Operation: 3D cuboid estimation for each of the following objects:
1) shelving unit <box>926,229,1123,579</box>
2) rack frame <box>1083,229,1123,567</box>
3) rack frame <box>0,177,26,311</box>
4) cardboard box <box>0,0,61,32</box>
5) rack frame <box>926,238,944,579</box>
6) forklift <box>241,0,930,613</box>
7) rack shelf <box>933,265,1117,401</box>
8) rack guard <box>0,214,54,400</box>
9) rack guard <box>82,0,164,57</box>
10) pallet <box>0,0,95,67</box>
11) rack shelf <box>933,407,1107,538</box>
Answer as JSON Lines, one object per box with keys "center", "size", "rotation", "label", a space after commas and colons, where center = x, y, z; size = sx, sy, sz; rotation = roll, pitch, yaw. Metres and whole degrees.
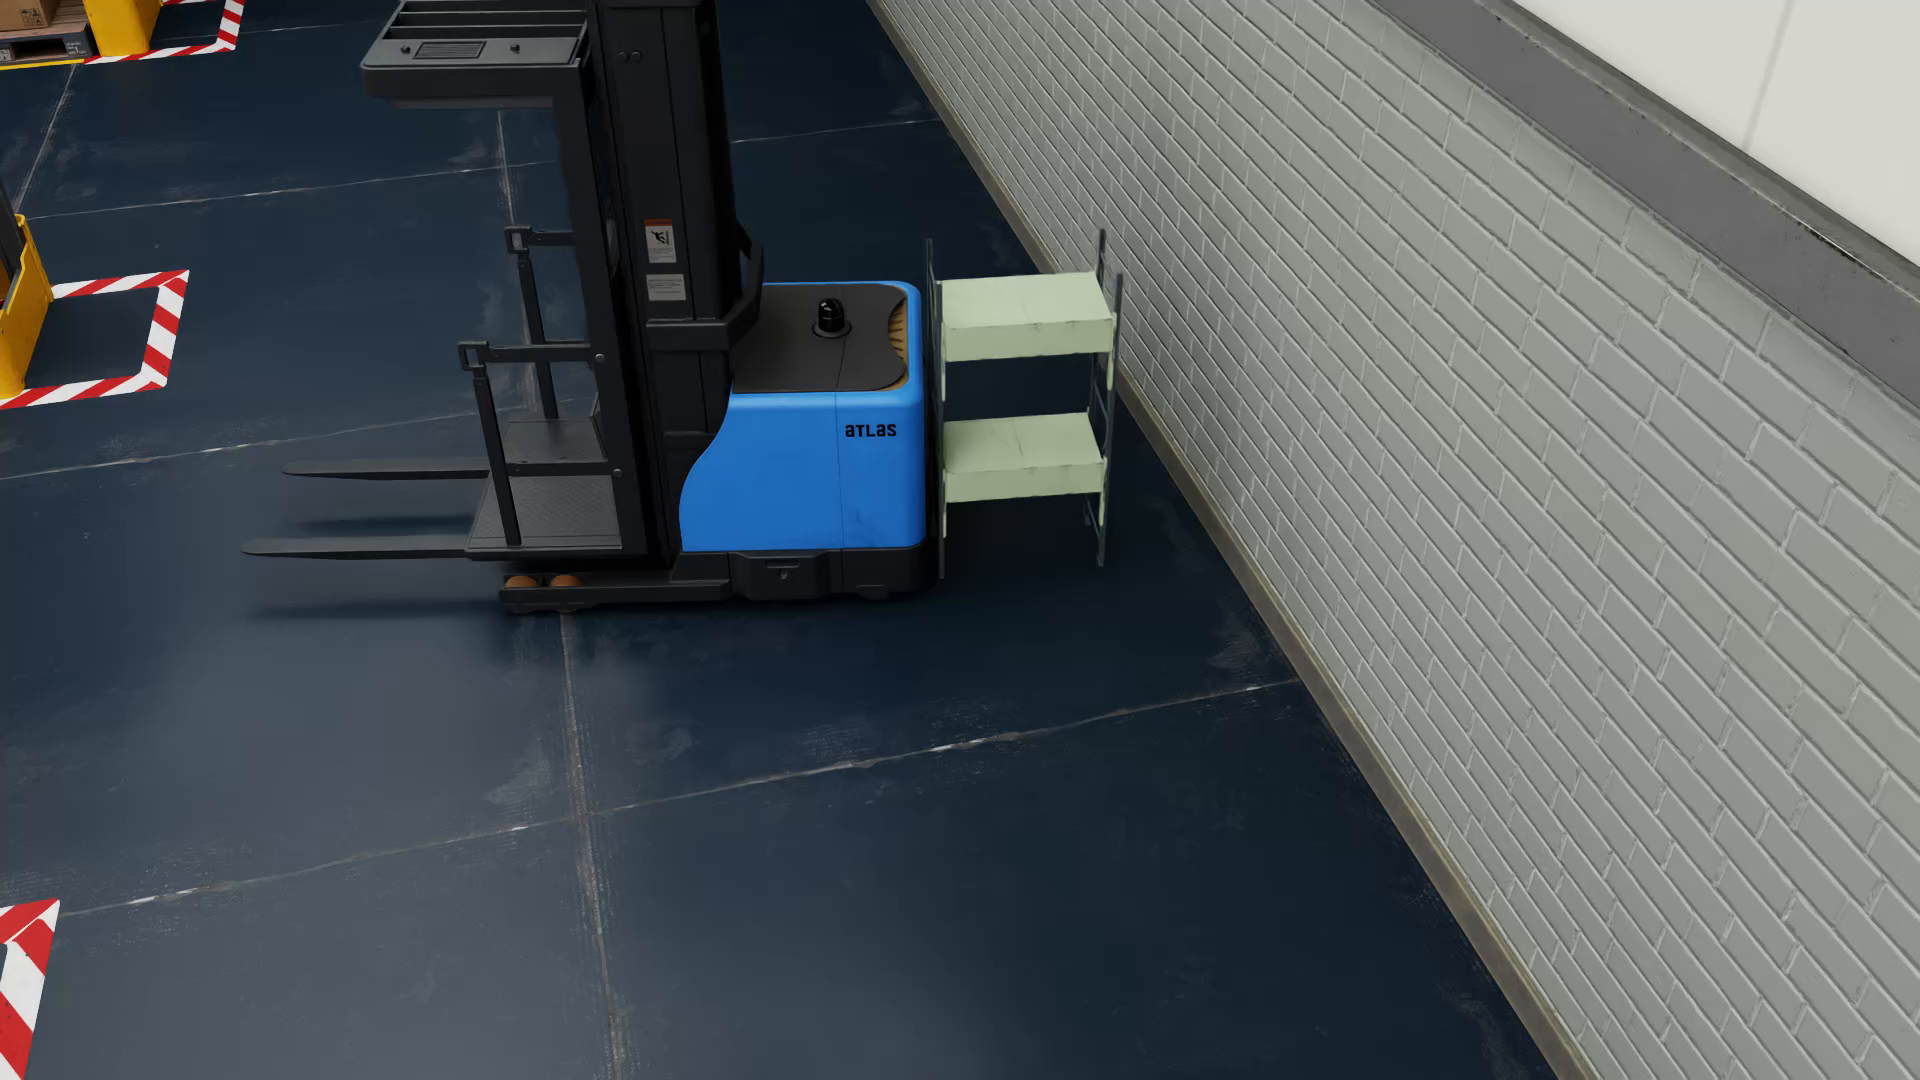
{"center": [0.258, -0.566, 7.255], "size": [0.755, 1.500, 0.431], "rotation": [-4, 38, -6], "label": "shelving unit"}
{"center": [0.621, -0.593, 7.291], "size": [0.023, 1.500, 0.400], "rotation": [-4, 38, -6], "label": "rack frame"}
{"center": [-5.176, -2.270, 8.249], "size": [0.127, 3.000, 1.000], "rotation": [-9, 38, -12], "label": "rack frame"}
{"center": [-7.120, -4.180, 12.457], "size": [0.500, 0.500, 0.700], "rotation": [-9, 38, -12], "label": "cardboard box"}
{"center": [-0.106, -0.539, 7.220], "size": [0.023, 1.500, 0.400], "rotation": [-4, 38, -6], "label": "rack frame"}
{"center": [-1.664, -1.169, 6.865], "size": [3.031, 2.935, 1.130], "rotation": [-1, 37, -1], "label": "forklift"}
{"center": [0.258, -0.876, 7.018], "size": [0.720, 0.370, 0.431], "rotation": [-4, 38, -6], "label": "rack shelf"}
{"center": [-5.249, -1.265, 8.993], "size": [0.348, 0.500, 1.175], "rotation": [-9, 38, -12], "label": "rack guard"}
{"center": [-6.447, -4.186, 12.811], "size": [0.348, 0.500, 1.175], "rotation": [-9, 38, -12], "label": "rack guard"}
{"center": [-7.222, -3.895, 12.668], "size": [1.213, 0.211, 1.003], "rotation": [-9, 38, -12], "label": "pallet"}
{"center": [0.258, -0.307, 7.454], "size": [0.720, 0.370, 0.431], "rotation": [-4, 38, -6], "label": "rack shelf"}
